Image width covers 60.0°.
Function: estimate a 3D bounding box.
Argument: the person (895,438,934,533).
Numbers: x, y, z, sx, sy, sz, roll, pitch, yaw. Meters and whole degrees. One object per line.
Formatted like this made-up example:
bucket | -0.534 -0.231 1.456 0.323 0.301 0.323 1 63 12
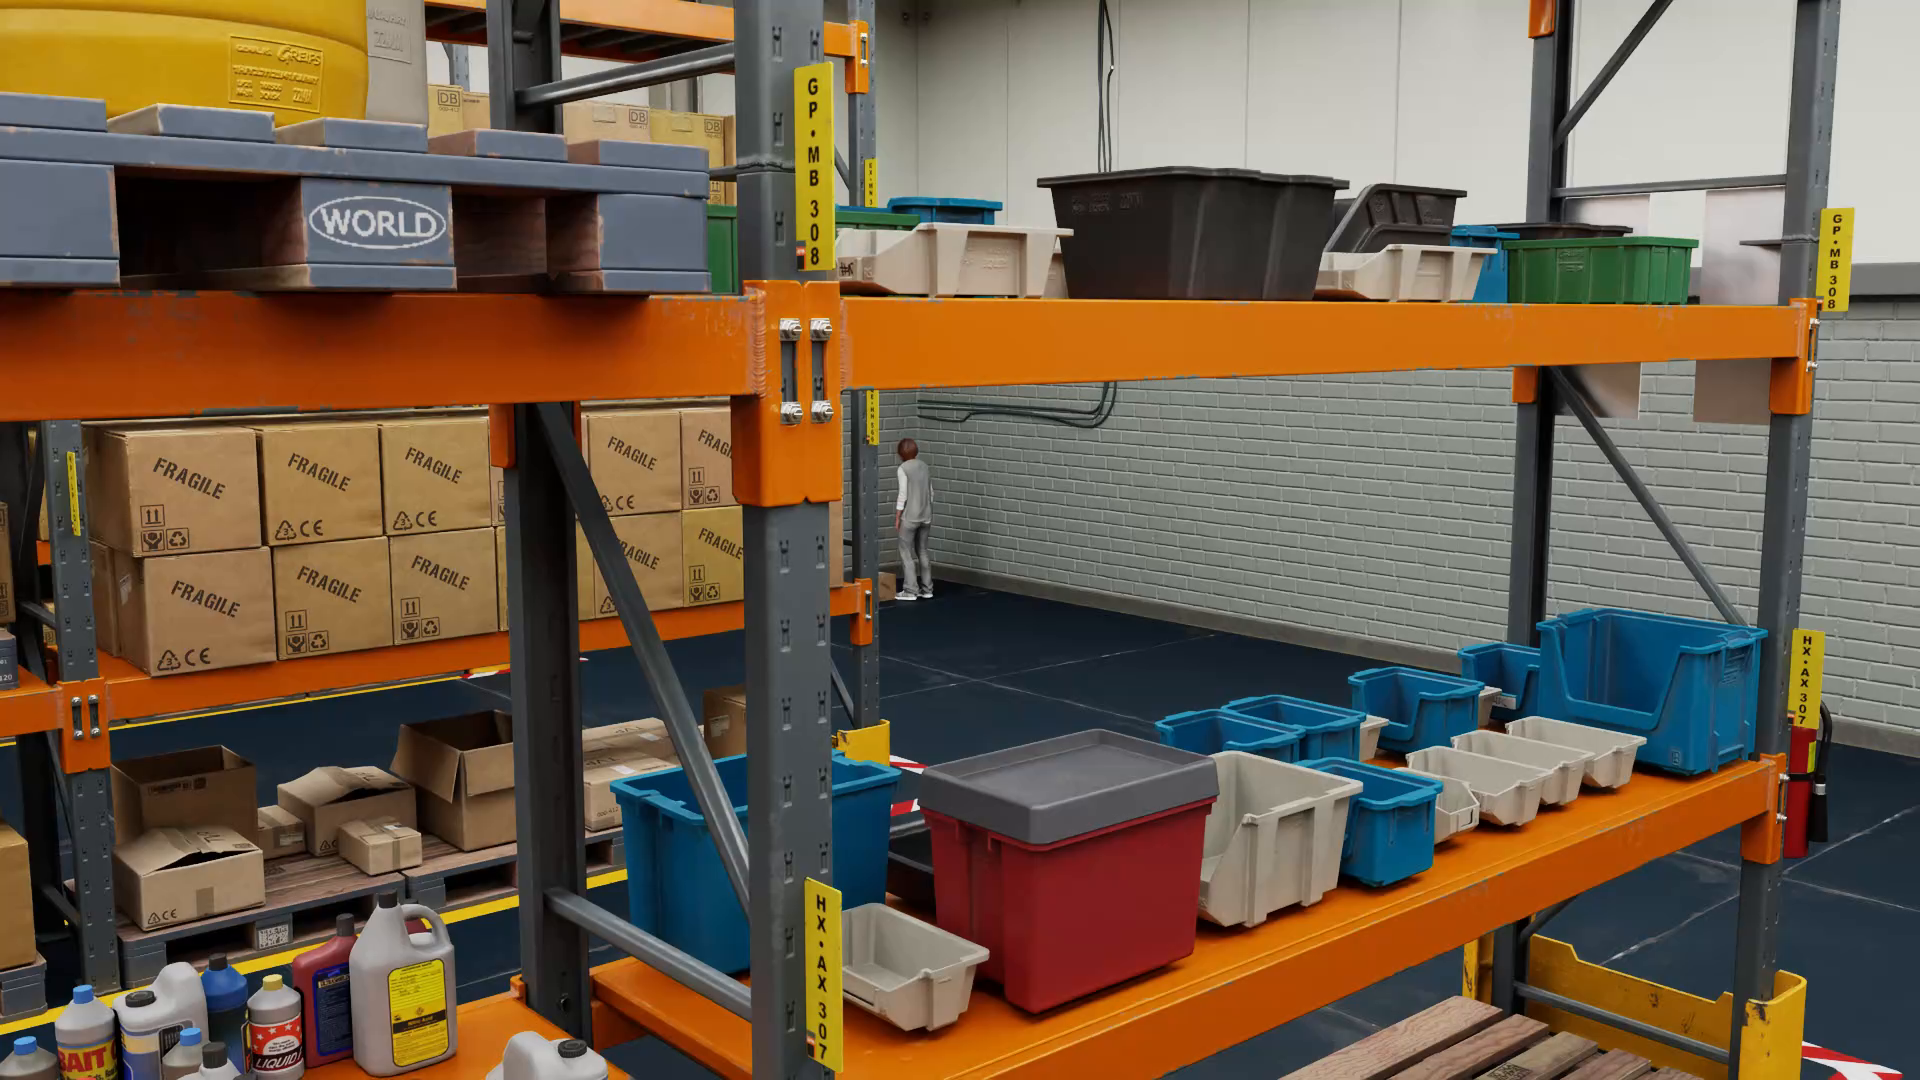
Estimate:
person | -0.465 -0.538 16.312 0.458 0.912 0.330 -7 11 -44
